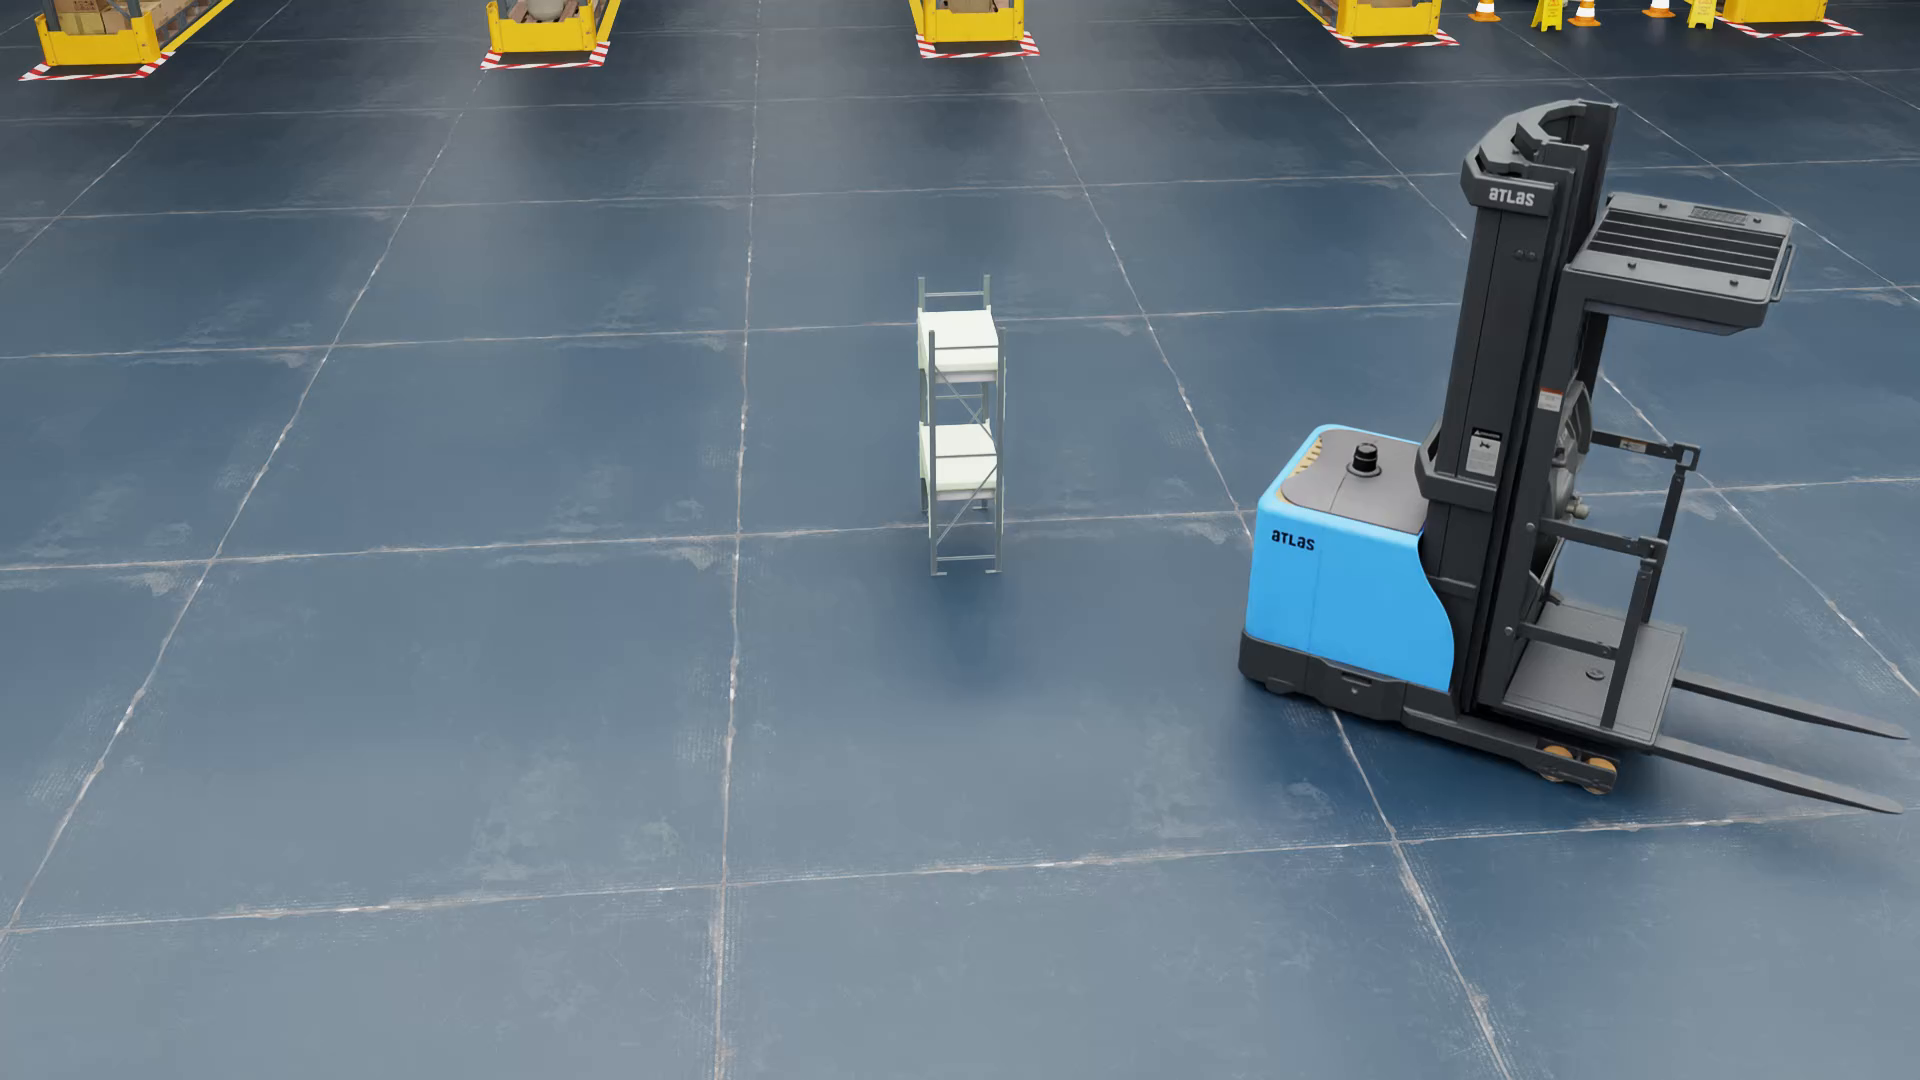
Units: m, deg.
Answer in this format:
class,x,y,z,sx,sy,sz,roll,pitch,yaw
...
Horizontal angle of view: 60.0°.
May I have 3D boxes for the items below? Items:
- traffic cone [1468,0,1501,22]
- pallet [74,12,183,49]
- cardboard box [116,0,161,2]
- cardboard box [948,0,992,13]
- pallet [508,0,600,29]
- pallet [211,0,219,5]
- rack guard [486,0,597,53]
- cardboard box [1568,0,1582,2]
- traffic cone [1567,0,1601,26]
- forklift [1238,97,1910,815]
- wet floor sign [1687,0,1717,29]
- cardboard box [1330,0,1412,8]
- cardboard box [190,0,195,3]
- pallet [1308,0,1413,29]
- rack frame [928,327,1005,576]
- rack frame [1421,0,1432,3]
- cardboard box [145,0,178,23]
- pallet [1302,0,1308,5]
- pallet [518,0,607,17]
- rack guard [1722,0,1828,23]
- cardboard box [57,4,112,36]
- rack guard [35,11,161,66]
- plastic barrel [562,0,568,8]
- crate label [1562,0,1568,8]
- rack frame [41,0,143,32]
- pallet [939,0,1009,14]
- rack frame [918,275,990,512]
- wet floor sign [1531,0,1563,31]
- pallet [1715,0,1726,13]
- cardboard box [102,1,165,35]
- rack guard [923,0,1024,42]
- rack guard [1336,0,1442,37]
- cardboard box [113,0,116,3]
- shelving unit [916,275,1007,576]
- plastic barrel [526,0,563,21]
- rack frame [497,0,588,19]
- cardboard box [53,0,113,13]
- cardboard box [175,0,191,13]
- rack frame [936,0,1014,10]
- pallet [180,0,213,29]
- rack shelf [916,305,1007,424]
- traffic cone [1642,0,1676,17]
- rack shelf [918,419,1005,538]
class,x,y,z,sx,sy,sz,roll,pitch,yaw
traffic cone,6.477,-6.645,20.424,0.336,0.463,0.334,-3,31,-5
pallet,-9.812,-5.928,19.468,1.003,0.211,1.213,-3,31,-5
cardboard box,-9.576,-6.598,19.411,0.500,0.500,0.500,-3,31,-5
cardboard box,0.123,-6.636,19.962,0.500,0.500,0.500,3,31,5
pallet,-4.891,-6.226,19.968,1.003,0.211,1.213,-3,31,-5
pallet,-10.040,-7.173,21.554,1.003,0.211,1.213,-3,31,-5
rack guard,-4.820,-5.935,19.199,1.175,0.500,0.348,-3,31,-5
cardboard box,7.898,-7.032,21.378,0.380,0.149,0.250,13,33,21
traffic cone,7.634,-6.526,20.224,0.336,0.463,0.334,-3,31,-5
forklift,2.967,-0.384,7.535,3.031,2.935,1.130,16,34,24
wet floor sign,8.984,-6.525,20.044,0.267,0.644,0.232,8,32,13
cardboard box,4.984,-7.006,20.217,0.875,0.875,0.875,-3,31,-4
cardboard box,-9.665,-6.786,20.459,0.500,0.250,0.500,-3,31,-5
pallet,4.960,-6.602,20.598,1.003,0.211,1.213,-3,31,-5
rack frame,0.035,-0.454,9.047,0.400,1.500,0.023,-3,31,-5
rack frame,5.113,-7.395,19.205,1.000,3.000,0.127,-3,31,-5
cardboard box,-9.577,-6.276,19.603,0.500,0.250,0.500,-3,31,-5
pallet,4.849,-7.224,21.638,1.003,0.211,1.213,-3,31,-5
pallet,-5.002,-6.848,21.008,1.003,0.211,1.213,-3,31,-5
rack guard,10.025,-6.649,20.395,1.175,0.500,0.348,-3,31,-5
cardboard box,-10.043,-5.996,19.135,0.500,0.250,0.500,-3,31,-5
rack guard,-9.696,-5.651,18.723,1.175,0.500,0.348,-3,31,-5
plastic barrel,-4.951,-6.672,20.012,0.421,0.512,0.421,0,31,0
crate label,7.499,-6.784,20.974,0.250,0.136,0.298,-20,36,-30
rack frame,-9.698,-6.736,18.103,1.000,3.000,0.127,-3,31,-5
pallet,0.117,-6.467,20.371,1.003,0.211,1.213,-3,31,-5
rack frame,-0.034,-0.827,9.673,0.400,1.500,0.023,-3,31,-5
wet floor sign,7.087,-6.464,19.943,0.267,0.644,0.232,-8,32,-13
pallet,9.984,-6.942,21.166,1.003,0.211,1.213,-3,31,-5
cardboard box,-9.527,-6.021,19.176,0.500,0.250,0.500,-3,31,-5
rack guard,0.158,-6.175,19.600,1.175,0.500,0.348,-3,31,-5
rack guard,5.115,-6.310,19.826,1.175,0.500,0.348,-3,31,-5
cardboard box,-10.101,-6.250,19.561,0.500,0.250,0.500,-3,31,-5
shelving unit,0.001,-0.640,9.360,0.431,1.500,0.755,-3,31,-5
plastic barrel,-4.904,-6.416,19.583,0.421,0.512,0.421,0,31,0
rack frame,-4.766,-6.972,18.497,1.000,3.000,0.127,-3,31,-5
cardboard box,-10.045,-6.318,18.942,0.500,0.500,0.500,-3,31,-5
cardboard box,-9.624,-6.531,20.031,0.500,0.250,0.500,-3,31,-5
rack frame,0.165,-7.209,18.894,1.000,3.000,0.127,-3,31,-5
pallet,-9.922,-6.549,20.508,1.003,0.211,1.213,-3,31,-5
rack shelf,0.001,-0.976,9.160,0.431,0.370,0.720,-3,31,-5
traffic cone,8.707,-6.752,20.604,0.336,0.463,0.334,-3,31,-5
rack shelf,0.001,-0.361,9.527,0.431,0.370,0.720,-3,31,-5
